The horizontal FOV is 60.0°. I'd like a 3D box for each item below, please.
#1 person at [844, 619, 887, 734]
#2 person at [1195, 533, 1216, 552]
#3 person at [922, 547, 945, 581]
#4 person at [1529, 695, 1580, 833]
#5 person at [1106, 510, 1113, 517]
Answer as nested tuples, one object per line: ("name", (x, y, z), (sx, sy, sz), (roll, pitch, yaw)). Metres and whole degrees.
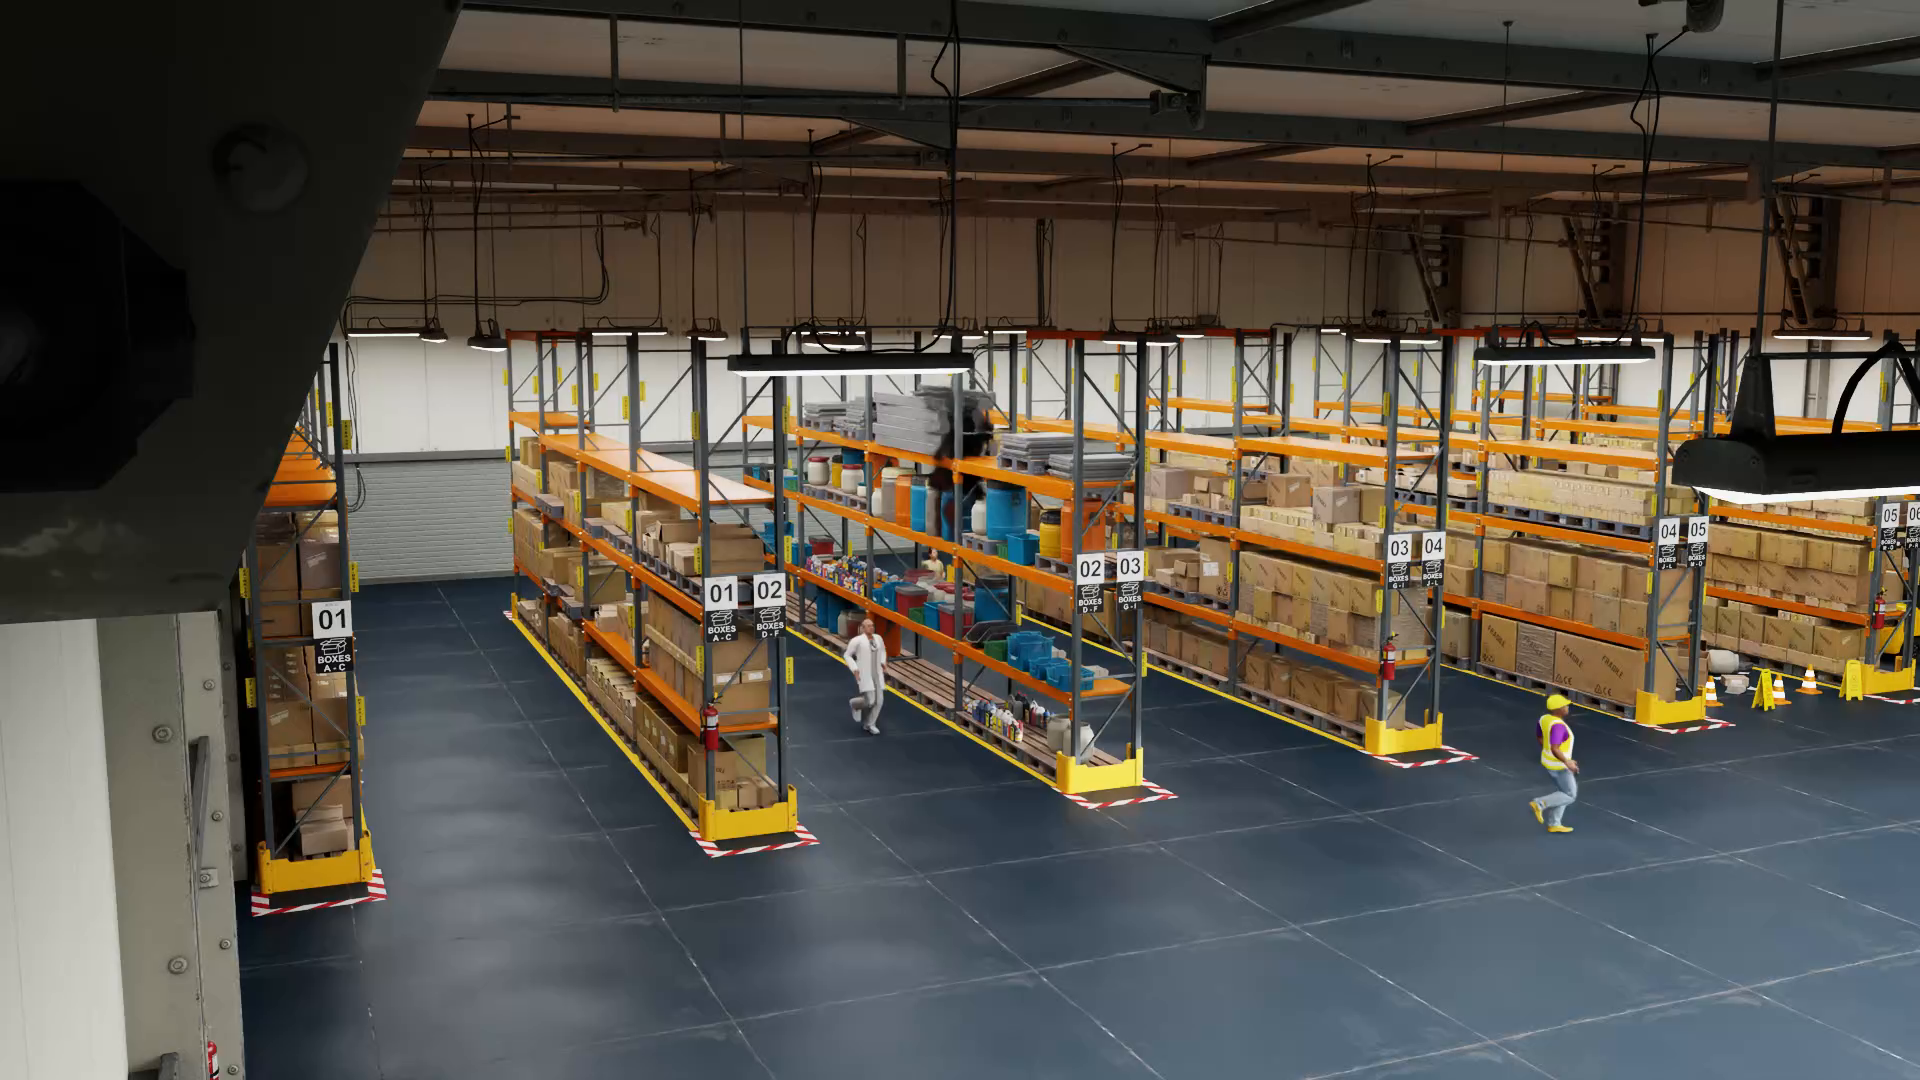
("person", (-1.397, 2.054, 25.270), (0.709, 1.737, 0.640), (-5, 9, -34))
("person", (5.284, 0.675, 35.101), (0.639, 1.840, 0.783), (-3, 8, -19))
("person", (-0.545, 0.960, 33.510), (0.607, 1.638, 0.866), (-5, 9, -31))
("person", (7.239, 2.732, 20.309), (0.589, 1.721, 0.702), (0, 8, 1))
("person", (3.602, 0.010, 40.983), (0.649, 1.558, 0.589), (-6, 10, -39))
